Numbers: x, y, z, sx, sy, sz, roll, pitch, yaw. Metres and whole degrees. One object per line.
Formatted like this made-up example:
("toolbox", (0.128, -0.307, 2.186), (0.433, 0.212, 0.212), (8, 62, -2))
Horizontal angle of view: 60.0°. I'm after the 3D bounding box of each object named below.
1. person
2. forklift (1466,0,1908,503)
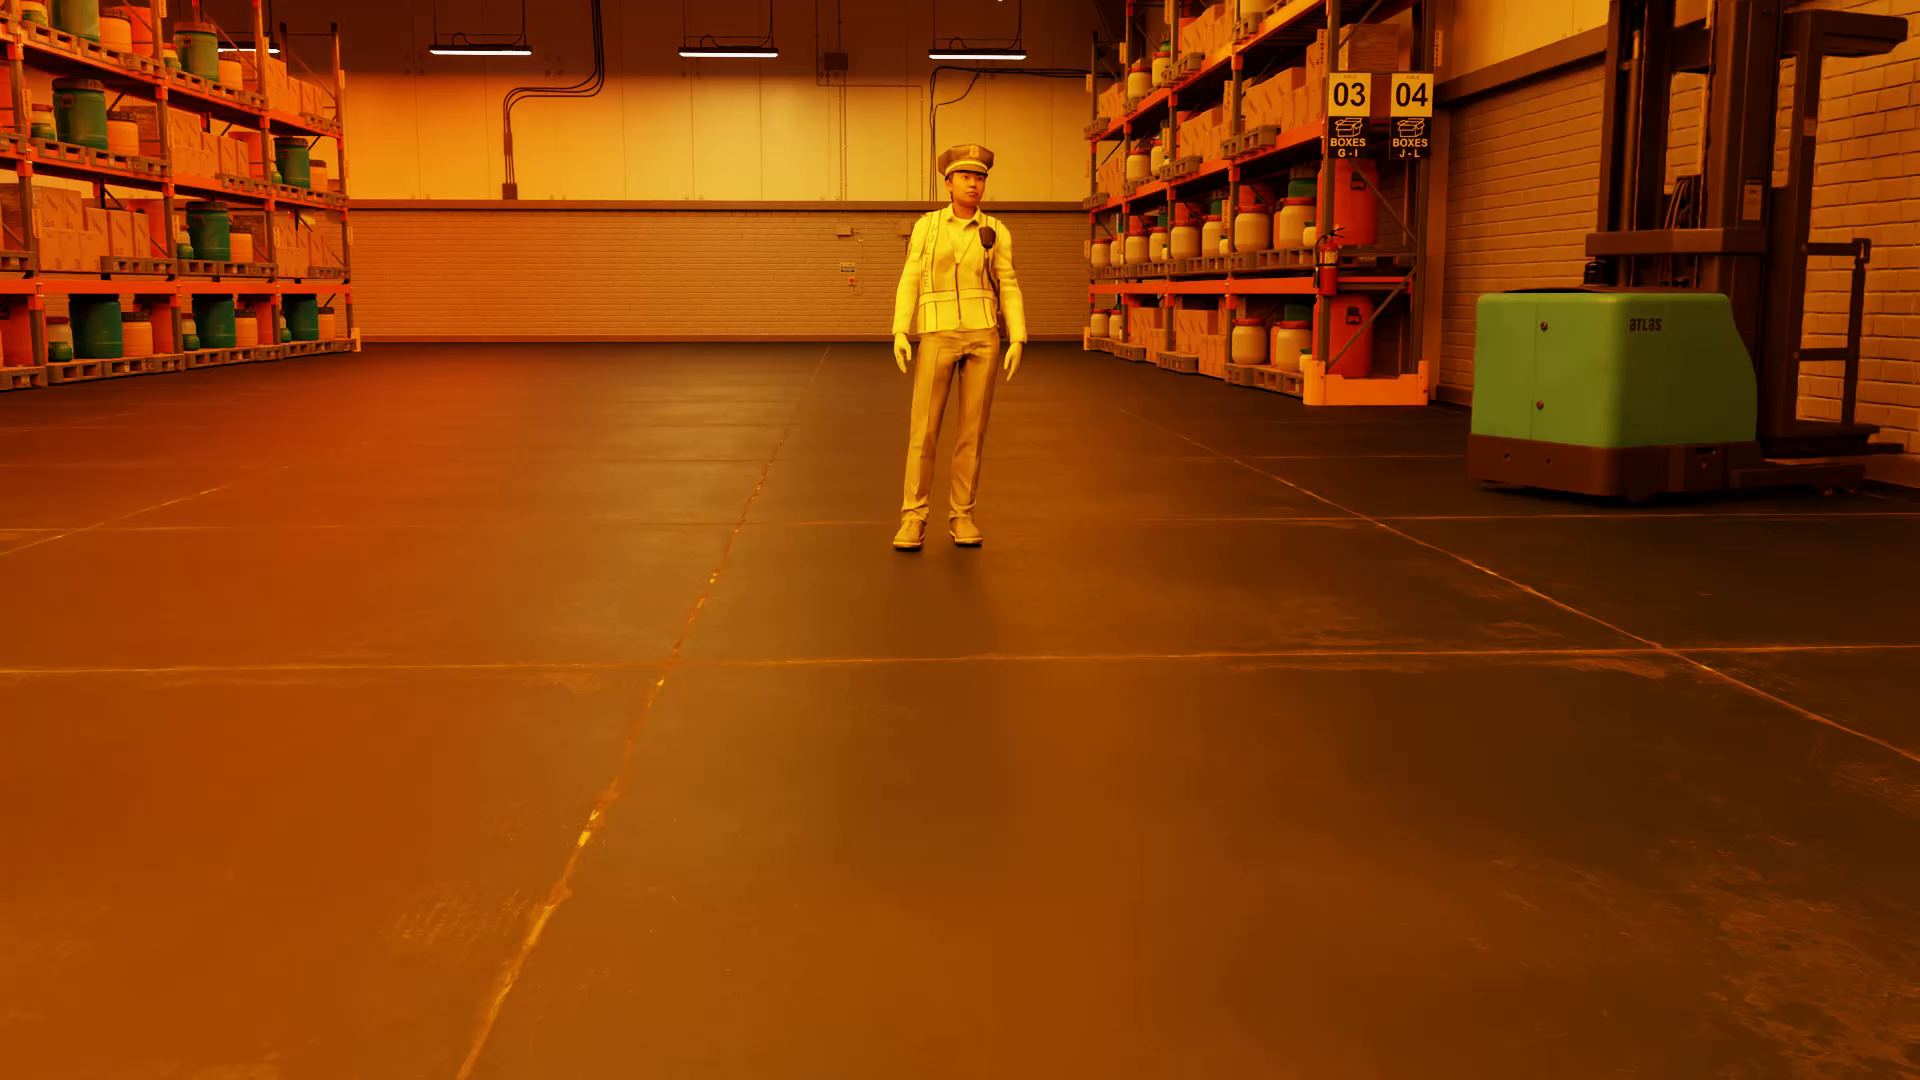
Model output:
("person", (-0.002, -0.835, 7.116), (0.587, 1.695, 0.531), (-1, 8, -4))
("forklift", (4.347, -1.756, 9.159), (3.031, 2.935, 1.130), (-4, 9, -25))
